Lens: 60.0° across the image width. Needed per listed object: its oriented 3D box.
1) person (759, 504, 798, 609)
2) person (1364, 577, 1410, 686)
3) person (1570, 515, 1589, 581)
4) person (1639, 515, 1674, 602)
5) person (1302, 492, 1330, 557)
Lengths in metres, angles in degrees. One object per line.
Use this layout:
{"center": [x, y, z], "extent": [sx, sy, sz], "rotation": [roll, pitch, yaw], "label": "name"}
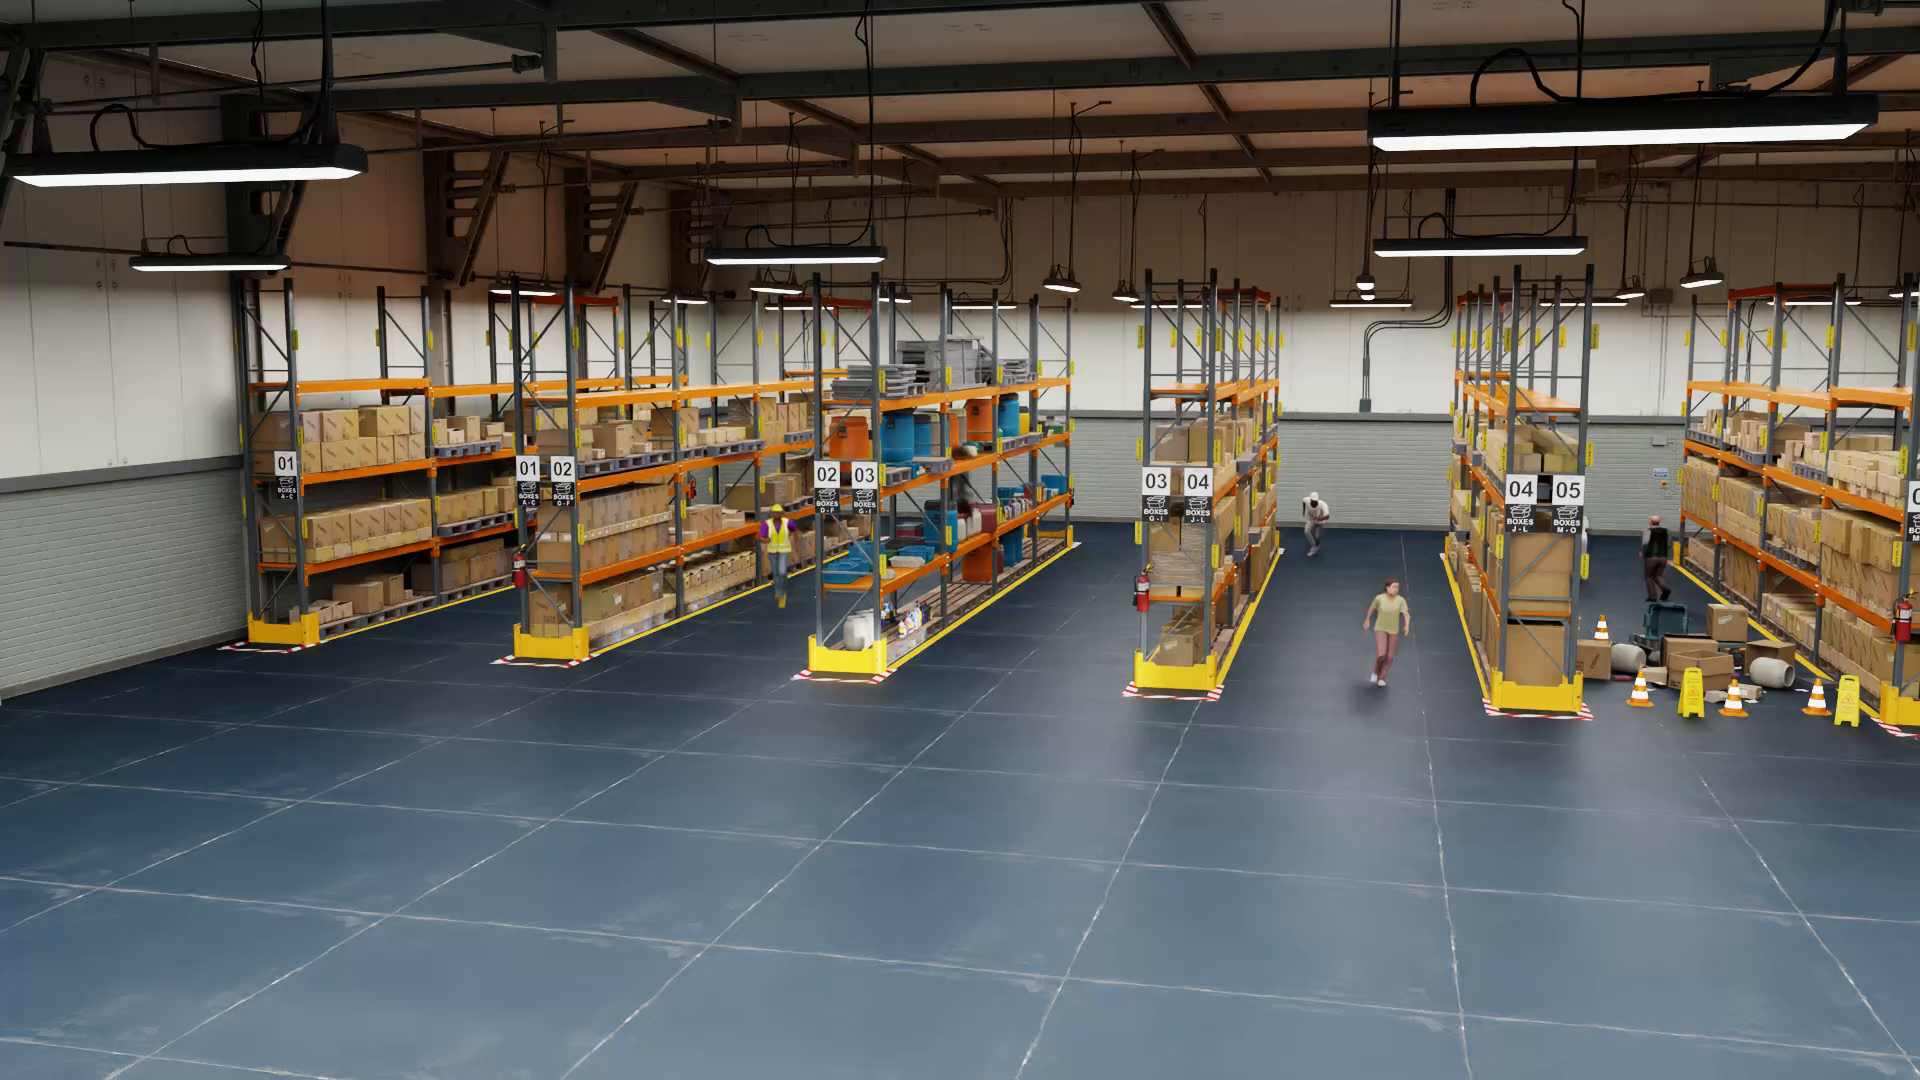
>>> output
{"center": [-3.264, 0.289, 29.846], "extent": [0.651, 1.875, 0.811], "rotation": [1, 7, 5], "label": "person"}
{"center": [6.168, 1.328, 23.917], "extent": [0.547, 1.611, 0.768], "rotation": [0, 7, -1], "label": "person"}
{"center": [12.836, 0.066, 34.659], "extent": [0.597, 1.623, 0.935], "rotation": [0, 7, 2], "label": "person"}
{"center": [13.357, 0.375, 31.836], "extent": [0.653, 1.670, 0.680], "rotation": [-1, 7, -5], "label": "person"}
{"center": [8.305, -0.391, 38.776], "extent": [0.722, 1.538, 1.181], "rotation": [3, 8, 26], "label": "person"}
